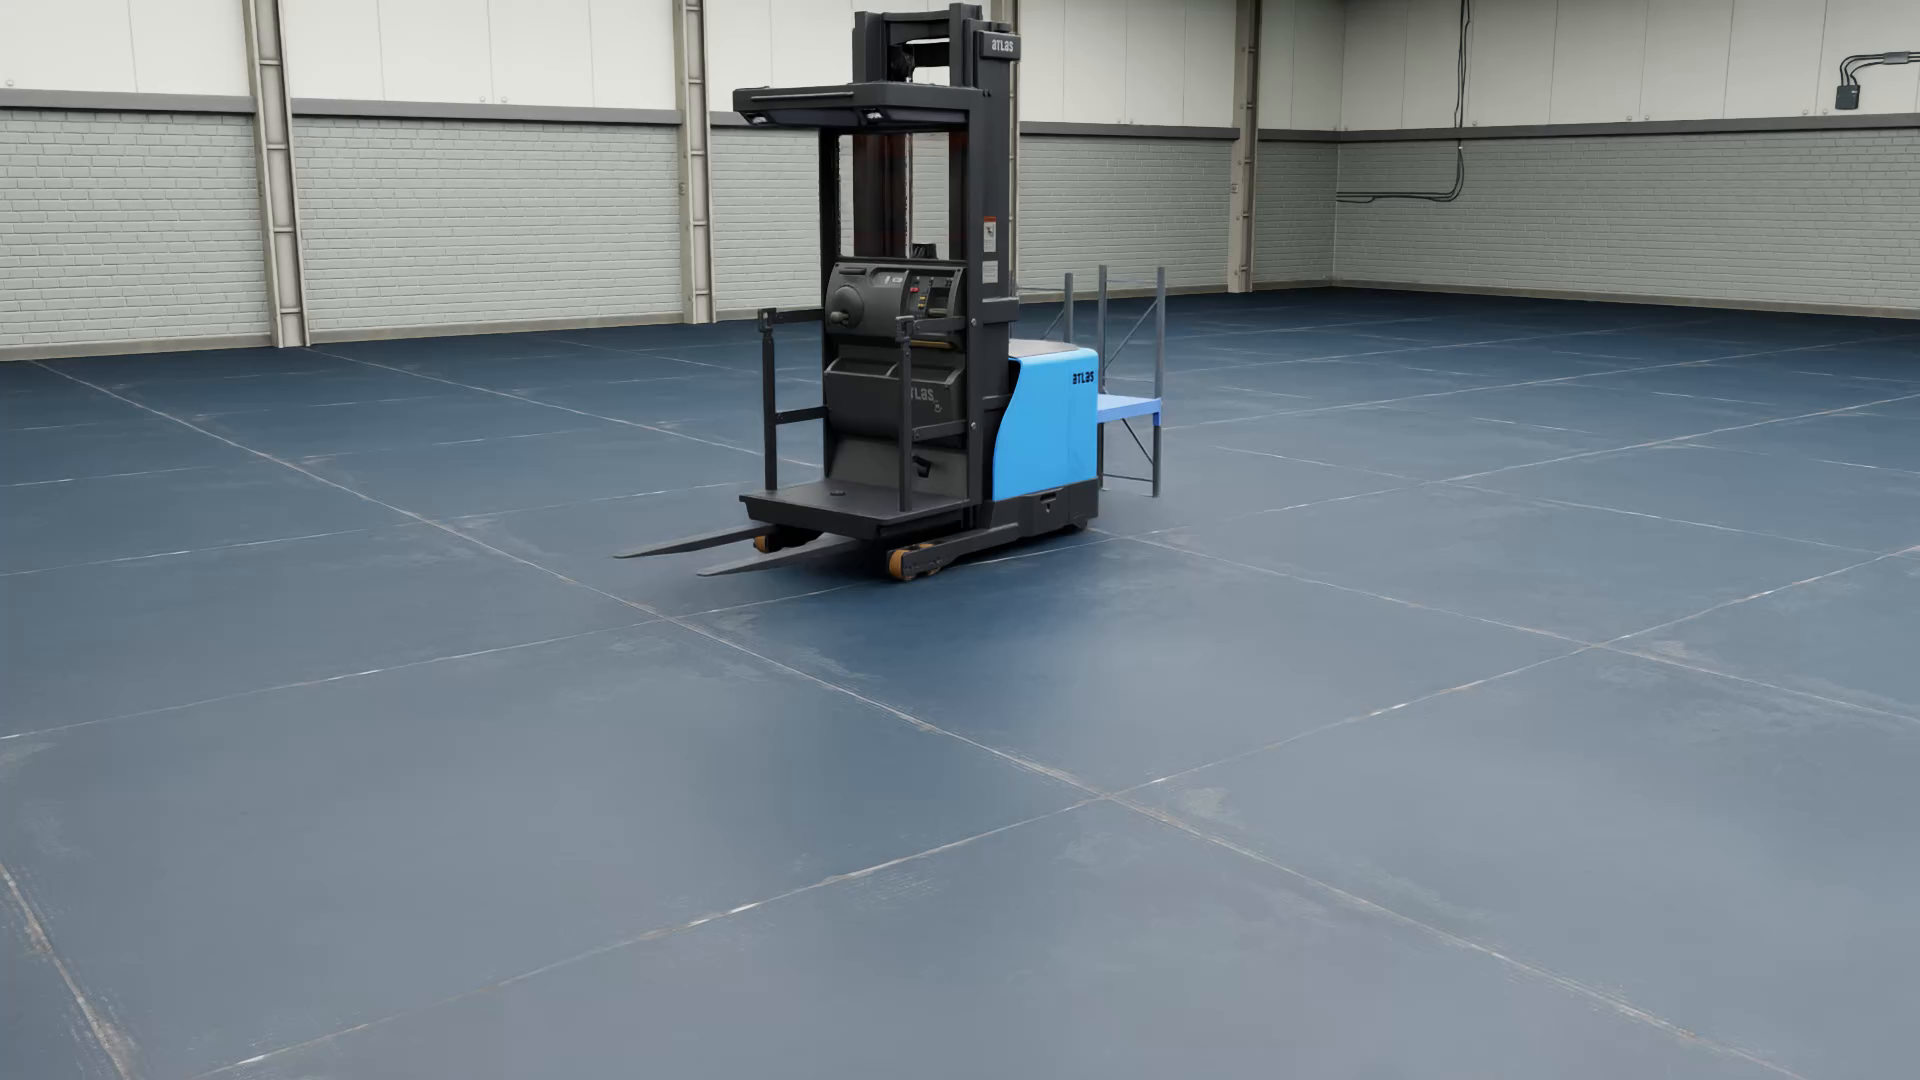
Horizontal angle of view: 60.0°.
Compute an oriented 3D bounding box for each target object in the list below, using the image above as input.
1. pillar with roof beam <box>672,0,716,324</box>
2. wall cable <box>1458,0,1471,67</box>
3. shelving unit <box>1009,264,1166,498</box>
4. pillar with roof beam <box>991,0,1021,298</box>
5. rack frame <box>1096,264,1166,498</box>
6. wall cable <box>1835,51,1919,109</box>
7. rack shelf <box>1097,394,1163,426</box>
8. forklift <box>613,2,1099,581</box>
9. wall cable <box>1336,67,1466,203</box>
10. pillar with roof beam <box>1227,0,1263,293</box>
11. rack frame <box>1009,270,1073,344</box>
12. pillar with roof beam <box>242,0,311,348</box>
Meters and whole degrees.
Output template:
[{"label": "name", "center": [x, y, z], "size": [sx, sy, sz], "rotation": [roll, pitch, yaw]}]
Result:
[{"label": "pillar with roof beam", "center": [-1.235, -6.981, 20.842], "size": [0.400, 9.000, 9.100], "rotation": [-9, 15, -38]}, {"label": "wall cable", "center": [10.263, -9.917, 29.985], "size": [0.112, 2.526, 3.097], "rotation": [-9, 15, -38]}, {"label": "shelving unit", "center": [0.794, -0.966, 10.568], "size": [0.538, 1.500, 1.048], "rotation": [10, 15, 38]}, {"label": "pillar with roof beam", "center": [3.451, -7.760, 24.508], "size": [0.400, 9.000, 9.100], "rotation": [-9, 15, -38]}, {"label": "rack frame", "center": [1.117, -1.048, 10.952], "size": [0.500, 1.500, 0.032], "rotation": [10, 15, 38]}, {"label": "wall cable", "center": [14.491, -9.526, 24.639], "size": [0.169, 6.003, 2.305], "rotation": [-9, 15, -38]}, {"label": "rack shelf", "center": [0.794, -0.790, 10.605], "size": [0.538, 0.185, 1.000], "rotation": [10, 15, 38]}, {"label": "forklift", "center": [-0.494, -1.338, 8.872], "size": [1.130, 2.935, 3.031], "rotation": [10, 15, 38]}, {"label": "wall cable", "center": [8.573, -7.886, 32.576], "size": [0.112, 2.526, 3.097], "rotation": [-9, 15, -38]}, {"label": "pillar with roof beam", "center": [8.136, -8.538, 28.175], "size": [0.400, 9.000, 9.100], "rotation": [-9, 15, -38]}, {"label": "rack frame", "center": [0.472, -0.884, 10.183], "size": [0.500, 1.500, 0.032], "rotation": [10, 15, 38]}, {"label": "pillar with roof beam", "center": [-5.920, -6.203, 17.175], "size": [0.400, 9.000, 9.100], "rotation": [-9, 15, -38]}]
